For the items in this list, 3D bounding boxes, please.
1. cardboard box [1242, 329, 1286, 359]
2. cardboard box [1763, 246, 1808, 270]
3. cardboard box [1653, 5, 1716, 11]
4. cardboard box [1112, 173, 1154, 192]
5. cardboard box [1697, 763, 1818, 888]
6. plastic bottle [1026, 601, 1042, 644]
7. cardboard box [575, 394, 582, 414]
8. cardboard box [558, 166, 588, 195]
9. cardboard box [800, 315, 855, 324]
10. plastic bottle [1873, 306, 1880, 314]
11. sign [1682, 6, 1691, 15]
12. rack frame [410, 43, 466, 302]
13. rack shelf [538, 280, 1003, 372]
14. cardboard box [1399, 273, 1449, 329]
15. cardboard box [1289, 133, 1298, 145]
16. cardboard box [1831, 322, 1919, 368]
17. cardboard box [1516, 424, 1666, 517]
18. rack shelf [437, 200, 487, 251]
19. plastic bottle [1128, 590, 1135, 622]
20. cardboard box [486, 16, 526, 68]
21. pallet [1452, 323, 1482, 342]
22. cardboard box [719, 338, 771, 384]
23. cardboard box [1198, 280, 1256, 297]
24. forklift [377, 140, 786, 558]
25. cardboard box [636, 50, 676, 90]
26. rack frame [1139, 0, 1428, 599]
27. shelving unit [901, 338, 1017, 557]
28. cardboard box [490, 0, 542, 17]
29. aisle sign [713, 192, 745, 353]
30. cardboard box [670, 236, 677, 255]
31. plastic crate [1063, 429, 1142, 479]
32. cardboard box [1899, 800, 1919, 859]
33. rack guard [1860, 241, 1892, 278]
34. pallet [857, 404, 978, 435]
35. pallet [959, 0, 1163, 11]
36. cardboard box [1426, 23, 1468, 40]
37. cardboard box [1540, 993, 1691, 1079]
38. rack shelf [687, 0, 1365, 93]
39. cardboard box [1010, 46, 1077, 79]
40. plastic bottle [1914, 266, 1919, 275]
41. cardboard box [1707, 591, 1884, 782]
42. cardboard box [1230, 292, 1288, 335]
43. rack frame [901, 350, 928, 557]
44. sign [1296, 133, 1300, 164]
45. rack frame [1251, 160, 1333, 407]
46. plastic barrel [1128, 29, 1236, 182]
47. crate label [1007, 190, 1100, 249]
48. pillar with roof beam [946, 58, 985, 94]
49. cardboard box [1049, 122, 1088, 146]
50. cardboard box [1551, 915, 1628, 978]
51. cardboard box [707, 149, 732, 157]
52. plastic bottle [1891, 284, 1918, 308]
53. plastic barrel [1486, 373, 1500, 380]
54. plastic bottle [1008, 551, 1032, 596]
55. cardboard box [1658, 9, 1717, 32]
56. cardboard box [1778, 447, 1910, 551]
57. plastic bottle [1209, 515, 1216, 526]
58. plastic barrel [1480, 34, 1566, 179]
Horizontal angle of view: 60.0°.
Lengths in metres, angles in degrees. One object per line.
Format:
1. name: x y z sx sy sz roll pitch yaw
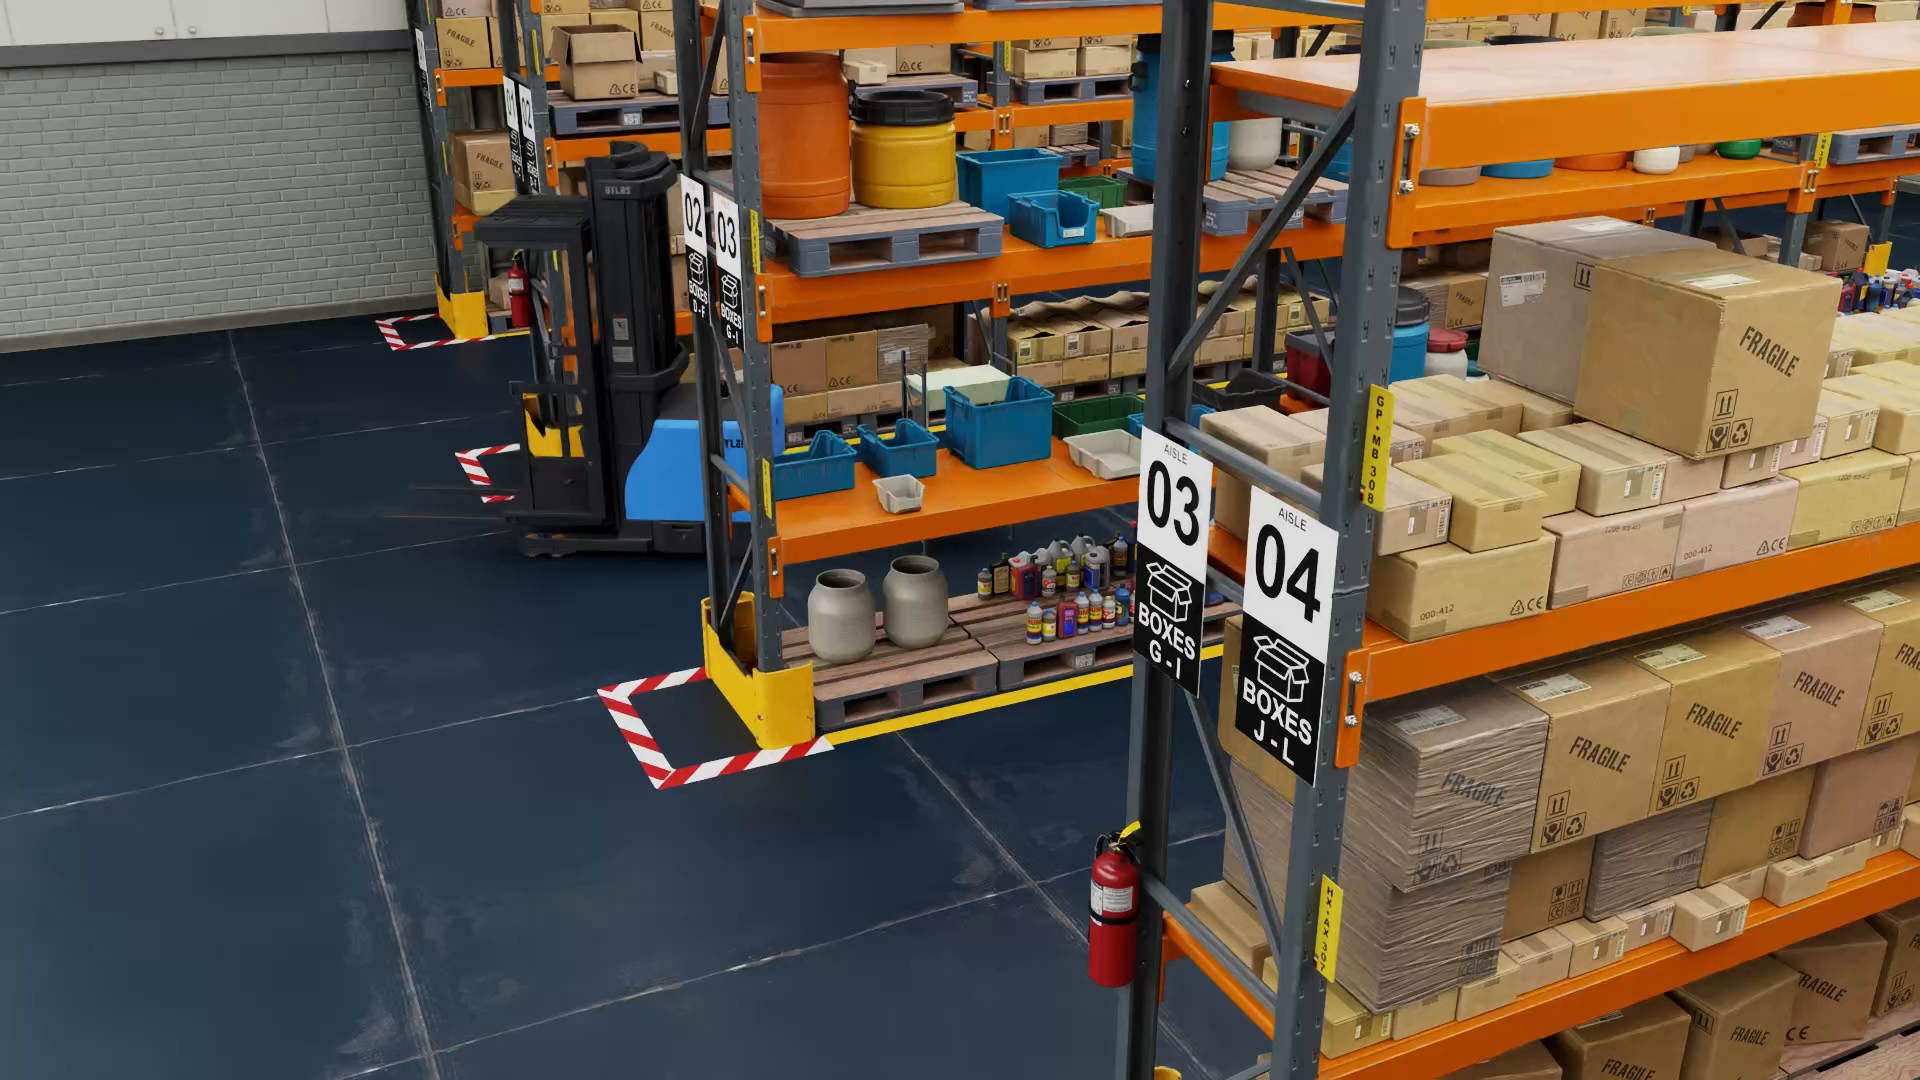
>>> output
1. cardboard box: 2.936 -2.044 16.813 0.500 0.250 0.500 -11 25 -24
2. cardboard box: 9.723 -3.316 19.860 0.500 0.250 0.500 -10 25 -24
3. cardboard box: 7.793 -6.030 18.036 0.500 0.500 0.700 -10 25 -24
4. cardboard box: 2.335 -4.363 21.630 0.750 0.750 0.750 -11 25 -24
5. cardboard box: 2.683 0.826 6.313 0.500 0.500 0.875 -10 25 -24
6. plastic bottle: 0.472 0.520 10.564 0.097 0.271 0.097 0 22 0
7. cardboard box: -3.086 -1.166 14.692 0.500 0.250 0.500 -10 25 -24
8. cardboard box: -2.967 -2.779 13.715 0.500 0.500 0.700 -10 25 -23
9. cardboard box: -1.292 -1.851 15.364 0.500 0.500 0.500 -10 25 -24
10. plastic bottle: 7.207 -1.699 13.086 0.133 0.283 0.061 -10 25 -24
11. sign: 7.615 -5.659 17.385 0.005 0.325 0.100 -10 25 -24
12. rack frame: -5.593 -3.758 17.908 0.127 3.000 1.000 -10 25 -24
13. rack shelf: -1.639 -2.051 14.724 4.000 0.370 1.077 -10 25 -24
14. cardboard box: 4.771 -2.493 17.544 0.500 0.500 0.500 -11 25 -26
15. cardboard box: 4.355 -5.347 22.048 0.250 0.149 0.380 -10 25 -24
16. cardboard box: 3.363 -0.693 6.255 0.250 0.149 0.380 -10 24 -22
17. cardboard box: 1.926 -0.219 5.110 0.250 0.149 0.380 -9 24 -21
18. rack shelf: -3.791 -3.758 18.847 4.000 0.370 1.077 -10 25 -24
19. plastic bottle: 1.146 0.428 10.877 0.097 0.201 0.097 0 22 0
20. cardboard box: -4.684 -5.246 17.422 0.500 0.500 0.500 -9 24 -20
21. pallet: 5.554 -2.402 18.277 1.213 0.211 1.003 -10 25 -24
22. cardboard box: -1.967 -1.505 14.530 0.500 0.500 0.500 -10 25 -24
23. cardboard box: 2.698 -2.486 17.146 0.500 0.311 0.500 -11 25 -25
24. forklift: -2.891 -1.425 12.361 3.031 2.935 1.130 1 23 3
25. cardboard box: -2.518 -3.909 13.814 0.500 0.250 0.500 -10 25 -24
26. rack frame: 0.852 -1.409 4.389 0.127 3.000 1.000 -10 25 -24
27. shelving unit: -0.006 -0.692 12.460 0.755 1.500 0.431 -10 25 -24
28. cardboard box: -4.667 -5.708 17.231 0.500 0.500 0.500 -11 25 -24
29. aisle sign: -1.234 -1.432 8.890 0.004 0.787 0.394 -10 25 -24
30. cardboard box: -2.532 -2.474 13.827 0.250 0.149 0.380 -10 25 -23
31. plastic crate: 0.955 -0.529 10.451 0.437 0.136 0.530 -10 25 -24
32. cardboard box: 3.732 1.091 6.521 0.250 0.149 0.380 -10 25 -24
33. rack guard: 10.907 -3.538 20.644 0.348 0.500 1.175 -10 25 -24
34. pallet: -0.572 -1.310 15.637 1.213 0.211 1.003 -10 25 -24
35. pallet: 0.476 -3.157 9.382 1.213 0.211 1.003 -10 25 -24
36. cardboard box: 4.605 -4.980 16.805 0.500 0.500 0.910 -10 25 -24
37. cardboard box: 2.518 2.018 6.673 0.500 0.500 0.500 -8 24 -19
38. rack shelf: 0.506 -2.931 9.528 4.000 0.370 1.077 -10 25 -24
39. cardboard box: 0.722 -4.325 15.002 0.500 0.250 0.500 -8 24 -18
40. plastic bottle: 8.201 -2.220 14.343 0.133 0.283 0.061 -10 25 -24
41. cardboard box: 2.817 0.471 5.864 0.500 0.500 0.500 -10 25 -24
42. cardboard box: 2.937 -2.301 16.701 0.500 0.311 0.500 -11 25 -24
43. rack frame: -0.336 -0.631 12.314 0.023 1.500 0.400 -10 25 -24
44. sign: 3.523 -4.063 17.233 0.005 0.325 0.100 -10 25 -24
45. rack frame: 2.308 -1.008 11.263 0.127 3.000 1.000 -10 25 -24
46. plastic barrel: 1.365 -2.691 10.203 0.708 0.901 0.600 -10 25 -24
47. crate label: 0.533 -1.858 9.589 0.408 0.251 0.502 -10 25 -24
48. pillar with roof beam: 1.936 -6.456 16.581 0.400 9.000 9.100 -10 25 -24
49. cardboard box: 1.196 -5.254 20.814 0.500 0.500 0.700 -14 26 -30
50. cardboard box: 2.122 1.355 5.884 0.250 0.149 0.380 -10 25 -24
51. cardboard box: -2.728 -4.439 18.740 0.500 0.500 0.500 -11 25 -24
52. plastic bottle: 7.650 -1.894 13.468 0.185 0.351 0.144 -10 25 -24
53. plastic barrel: 3.926 -1.275 11.731 0.433 0.535 0.433 0 22 0
54. plastic bottle: 0.407 0.223 11.276 0.135 0.276 0.152 -10 25 -23
55. cardboard box: 7.917 -5.585 17.941 0.500 0.250 0.500 -10 25 -24
56. cardboard box: 2.775 -0.201 5.589 0.500 0.250 0.500 -10 24 -22
57. plastic bottle: 1.831 -0.049 11.938 0.097 0.271 0.097 0 22 0
58. plastic barrel: 3.851 -3.001 11.502 0.708 0.901 0.600 -10 25 -24
